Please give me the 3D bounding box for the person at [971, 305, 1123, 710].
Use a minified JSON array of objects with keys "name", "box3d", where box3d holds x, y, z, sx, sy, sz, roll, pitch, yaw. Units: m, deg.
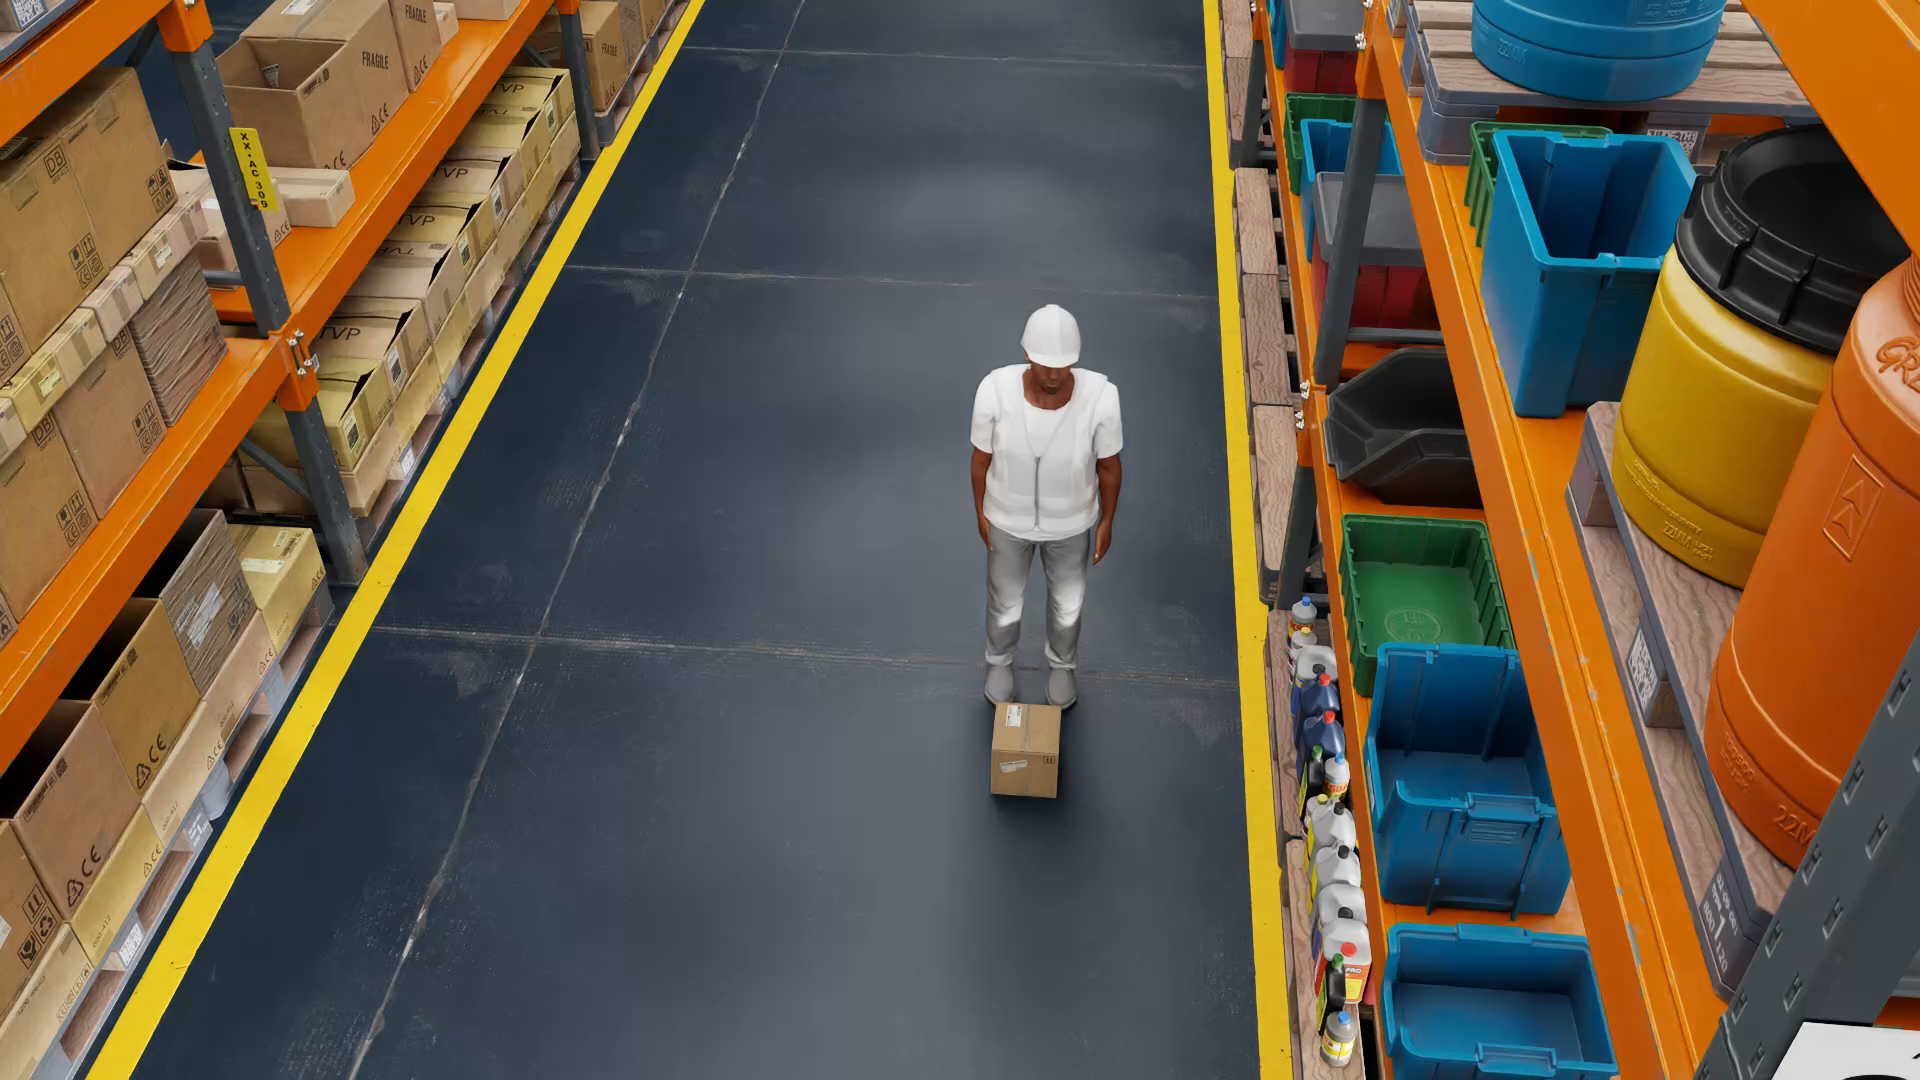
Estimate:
[{"name":"person","box3d":[0.313,-0.094,6.253,0.562,1.760,0.359,4,40,5]}]
